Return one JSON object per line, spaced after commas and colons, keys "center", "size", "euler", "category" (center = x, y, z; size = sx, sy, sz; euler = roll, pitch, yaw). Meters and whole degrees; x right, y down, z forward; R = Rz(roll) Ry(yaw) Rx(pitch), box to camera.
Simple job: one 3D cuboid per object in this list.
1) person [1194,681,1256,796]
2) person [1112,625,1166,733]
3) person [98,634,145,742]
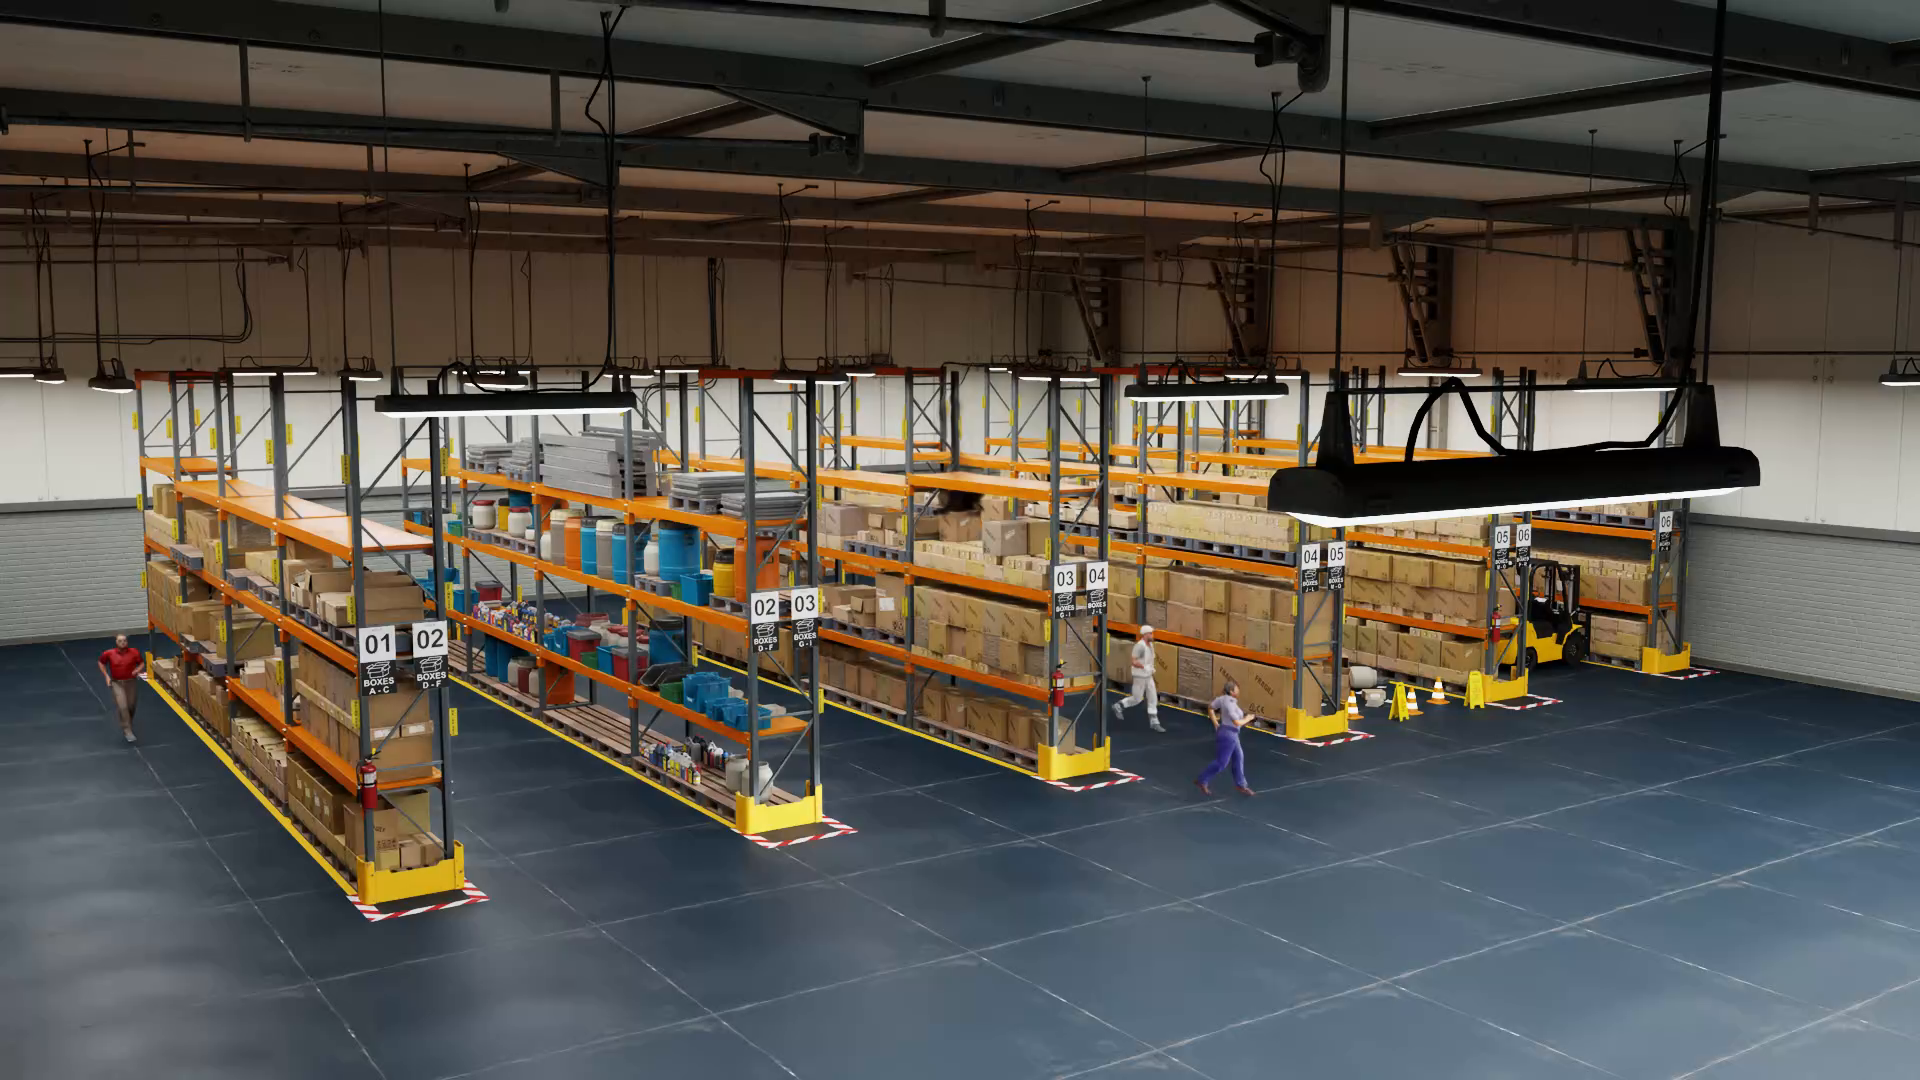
{"center": [3.776, 2.831, 23.648], "size": [0.909, 1.670, 0.590], "euler": [0, 6, -1], "category": "person"}
{"center": [3.035, 2.299, 27.930], "size": [1.023, 1.774, 0.685], "euler": [4, 8, 32], "category": "person"}
{"center": [-13.744, 2.392, 27.326], "size": [0.669, 1.731, 0.866], "euler": [-5, 8, -35], "category": "person"}
